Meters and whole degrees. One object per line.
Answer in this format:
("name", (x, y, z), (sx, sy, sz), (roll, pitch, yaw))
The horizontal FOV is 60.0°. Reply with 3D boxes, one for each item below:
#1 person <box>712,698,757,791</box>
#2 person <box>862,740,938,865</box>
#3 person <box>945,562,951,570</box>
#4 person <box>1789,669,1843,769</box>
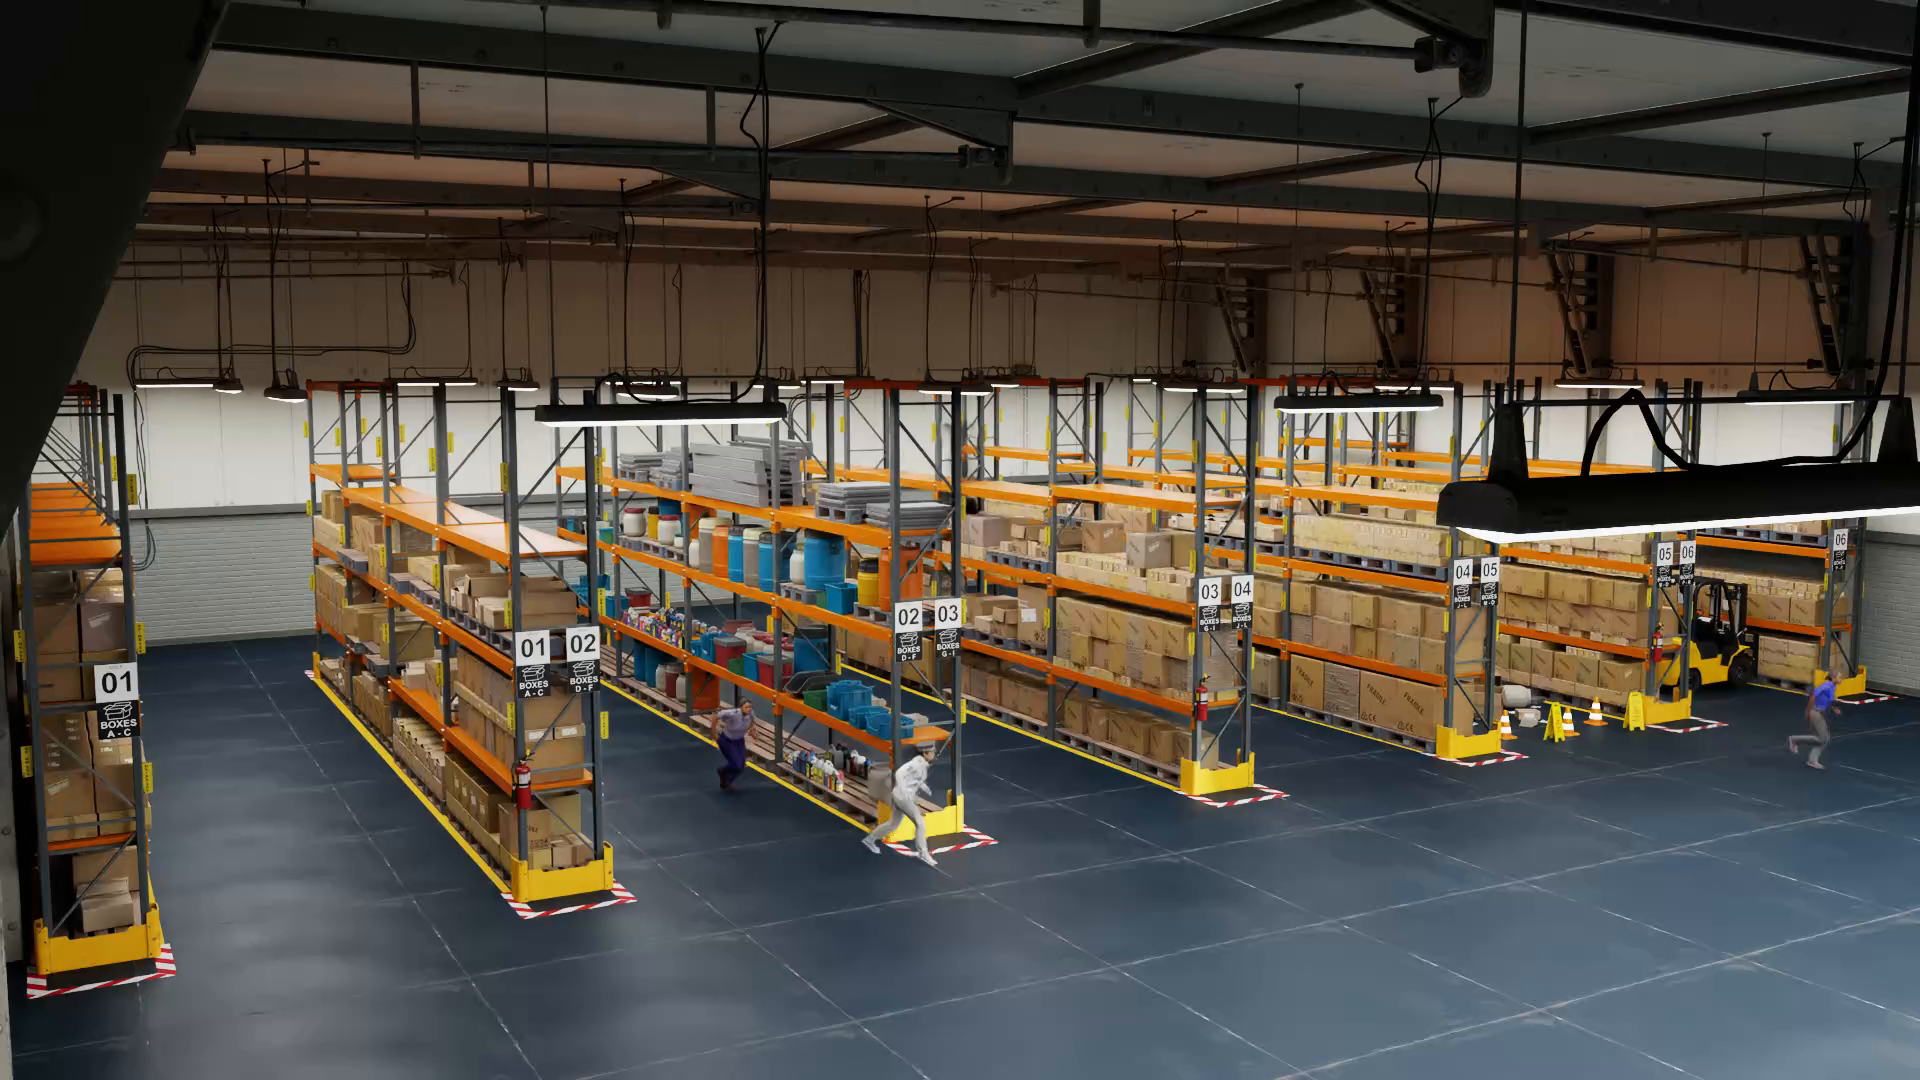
("person", (-3.319, 3.014, 24.407), (0.793, 1.476, 0.632), (6, 8, 44))
("person", (-0.771, 3.330, 21.042), (0.980, 1.628, 0.656), (1, 6, 10))
("person", (-0.205, 0.987, 42.691), (0.556, 1.637, 0.534), (3, 7, 29))
("person", (13.435, 2.794, 26.121), (0.712, 1.592, 0.565), (3, 7, 29))
